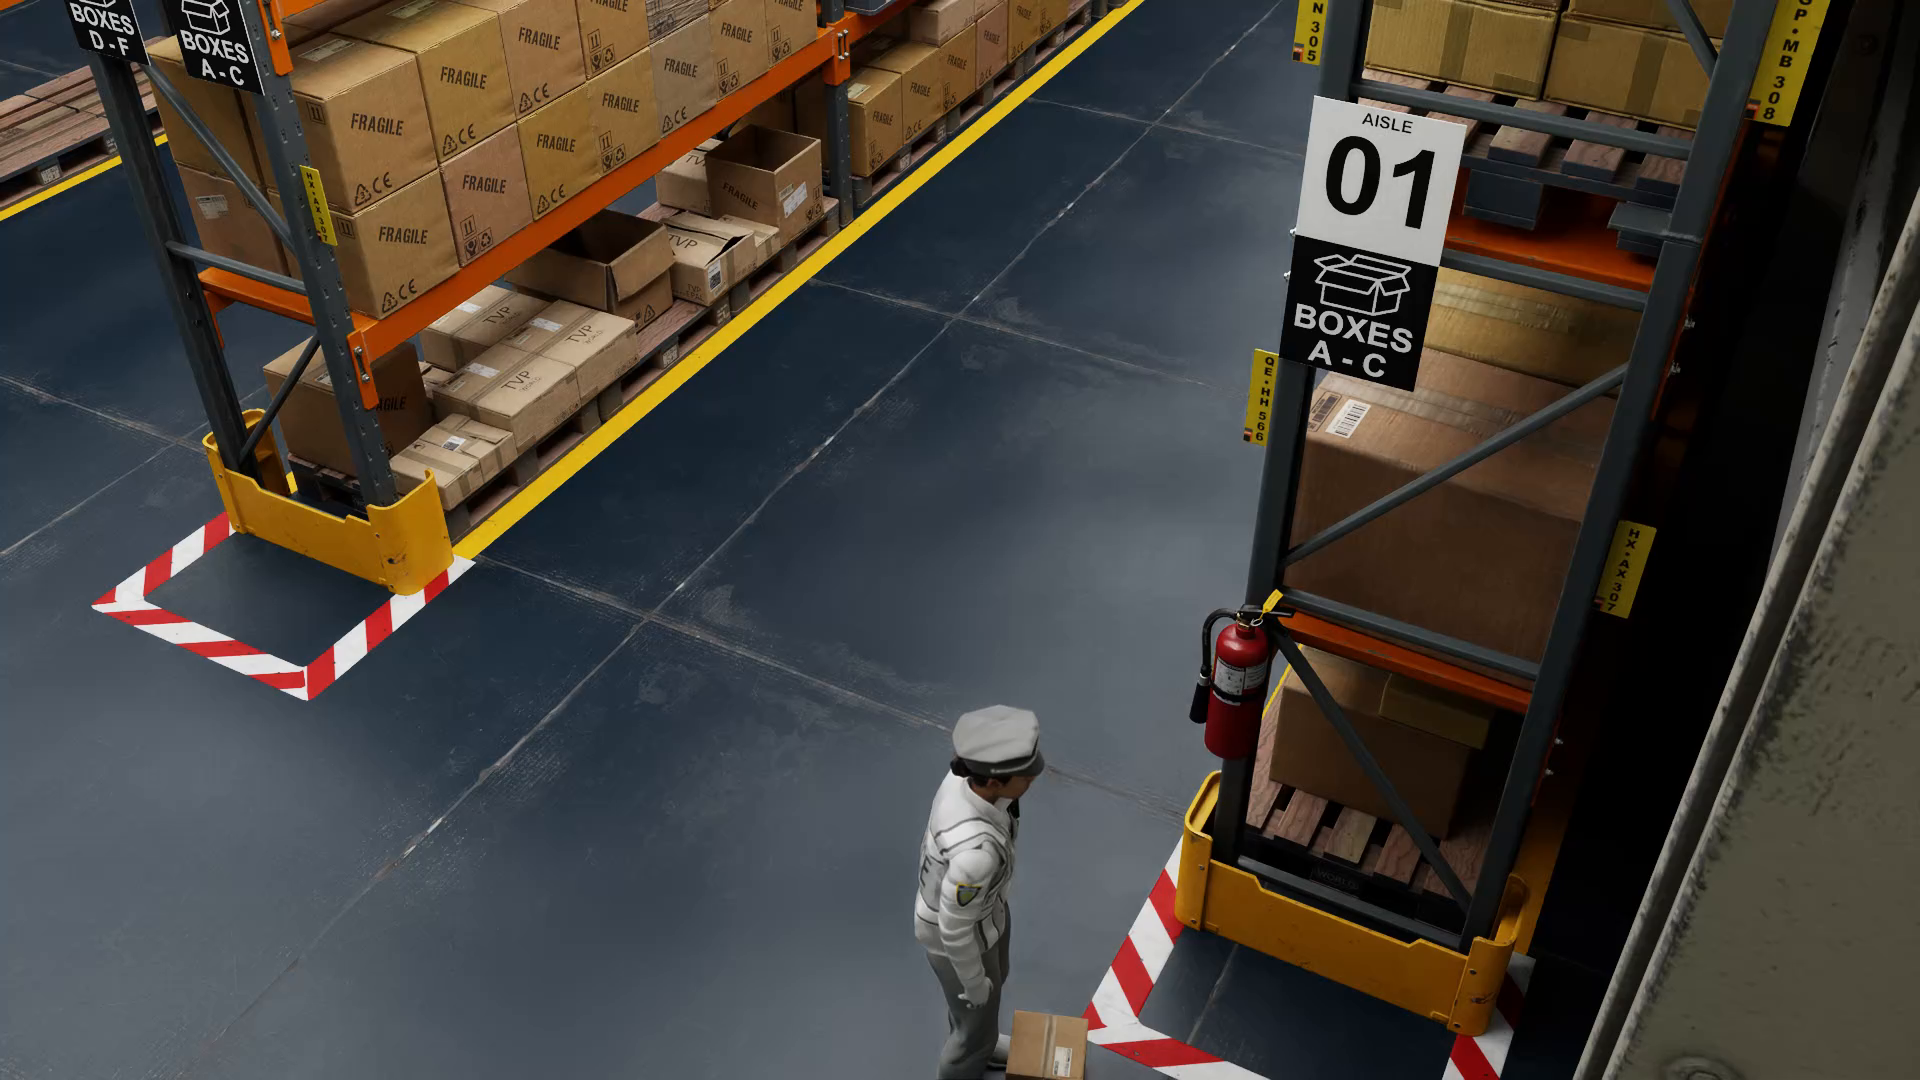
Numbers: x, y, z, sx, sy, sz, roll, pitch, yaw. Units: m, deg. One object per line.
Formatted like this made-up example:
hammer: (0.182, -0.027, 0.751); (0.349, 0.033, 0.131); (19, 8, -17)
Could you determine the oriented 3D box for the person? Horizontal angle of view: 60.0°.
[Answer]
person: (0.050, 1.191, 5.136); (0.375, 1.662, 0.518); (4, 38, 5)
